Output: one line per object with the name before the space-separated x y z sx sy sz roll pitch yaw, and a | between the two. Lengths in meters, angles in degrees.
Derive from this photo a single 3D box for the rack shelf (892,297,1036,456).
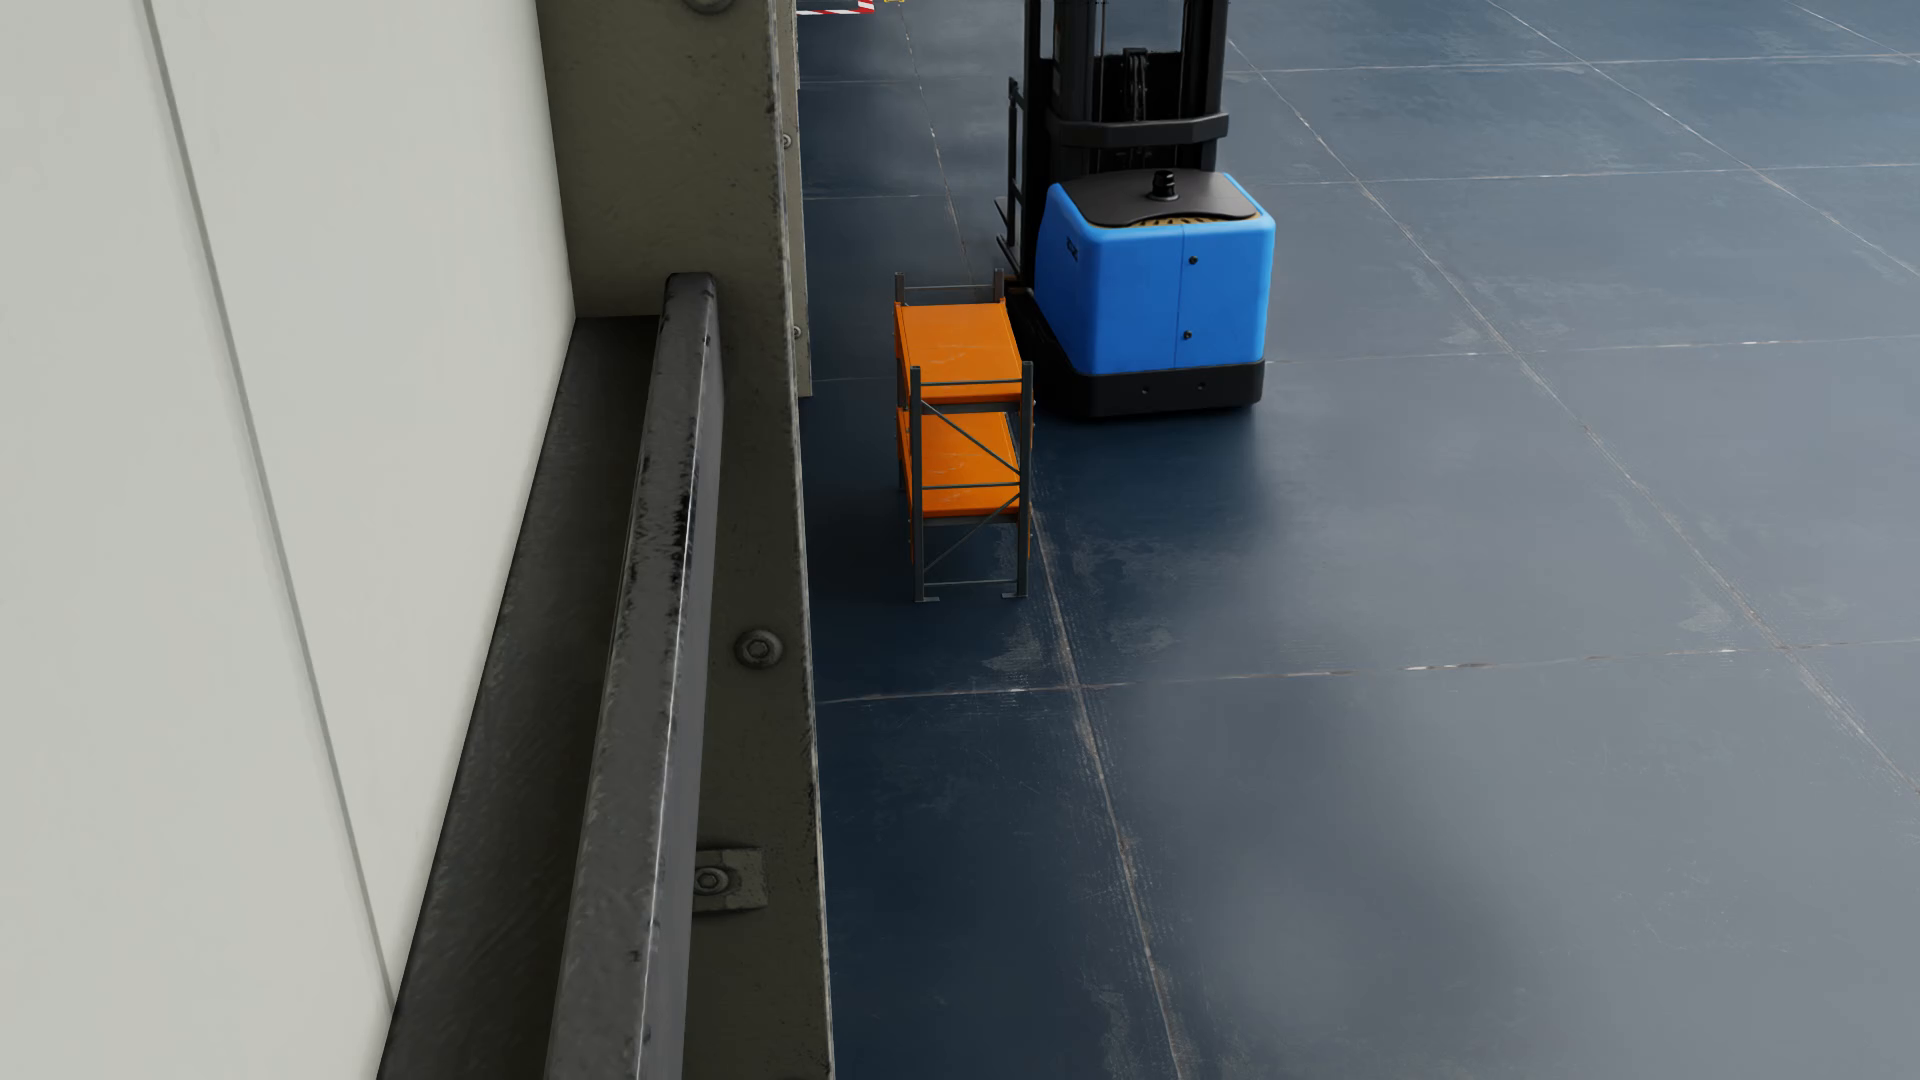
rack shelf | -0.001 -0.738 7.317 0.538 0.278 1.000 -3 31 -5

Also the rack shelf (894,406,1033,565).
rack shelf | -0.001 -0.276 7.593 0.538 0.278 1.000 -3 31 -5

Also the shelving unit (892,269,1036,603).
shelving unit | -0.001 -0.486 7.467 0.538 1.125 1.048 -3 31 -5

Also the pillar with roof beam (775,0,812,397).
pillar with roof beam | 3.308 -4.948 7.259 9.100 9.000 0.400 -3 31 -5

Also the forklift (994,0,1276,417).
forklift | 0.841 -2.639 9.309 1.130 2.935 3.031 -5 31 -9

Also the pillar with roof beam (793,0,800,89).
pillar with roof beam | 2.747 -8.012 12.388 9.100 9.000 0.400 -3 31 -5

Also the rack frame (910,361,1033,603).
rack frame | 0.047 -0.227 7.033 0.500 1.125 0.032 -3 31 -5

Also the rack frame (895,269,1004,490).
rack frame | -0.048 -0.746 7.902 0.500 1.125 0.032 -3 31 -5
